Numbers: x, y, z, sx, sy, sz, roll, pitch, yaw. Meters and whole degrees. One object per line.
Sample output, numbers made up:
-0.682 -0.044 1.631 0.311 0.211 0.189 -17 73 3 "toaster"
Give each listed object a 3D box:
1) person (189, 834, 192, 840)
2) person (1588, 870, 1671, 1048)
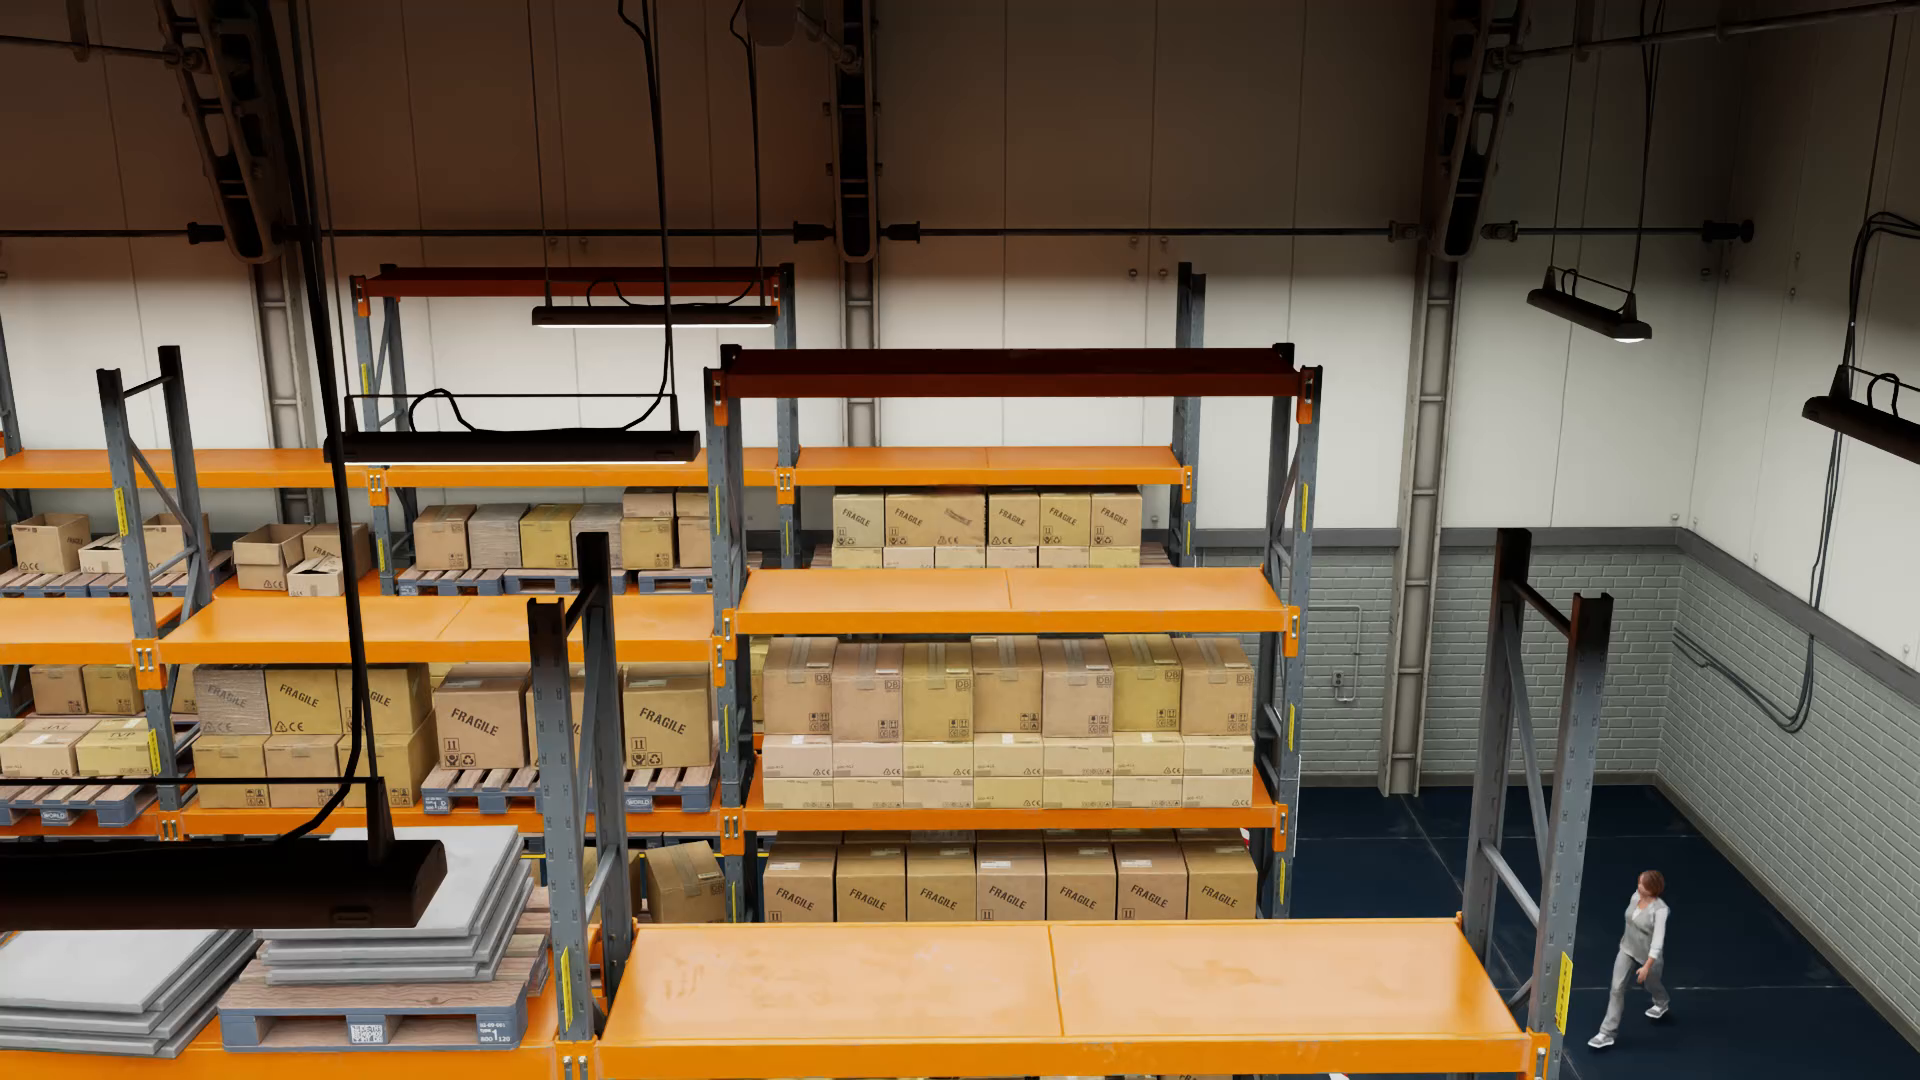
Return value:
-6.749 3.253 14.388 0.913 1.637 0.472 4 17 13 "person"
5.713 3.454 13.892 1.014 1.531 0.396 -14 21 -39 "person"
